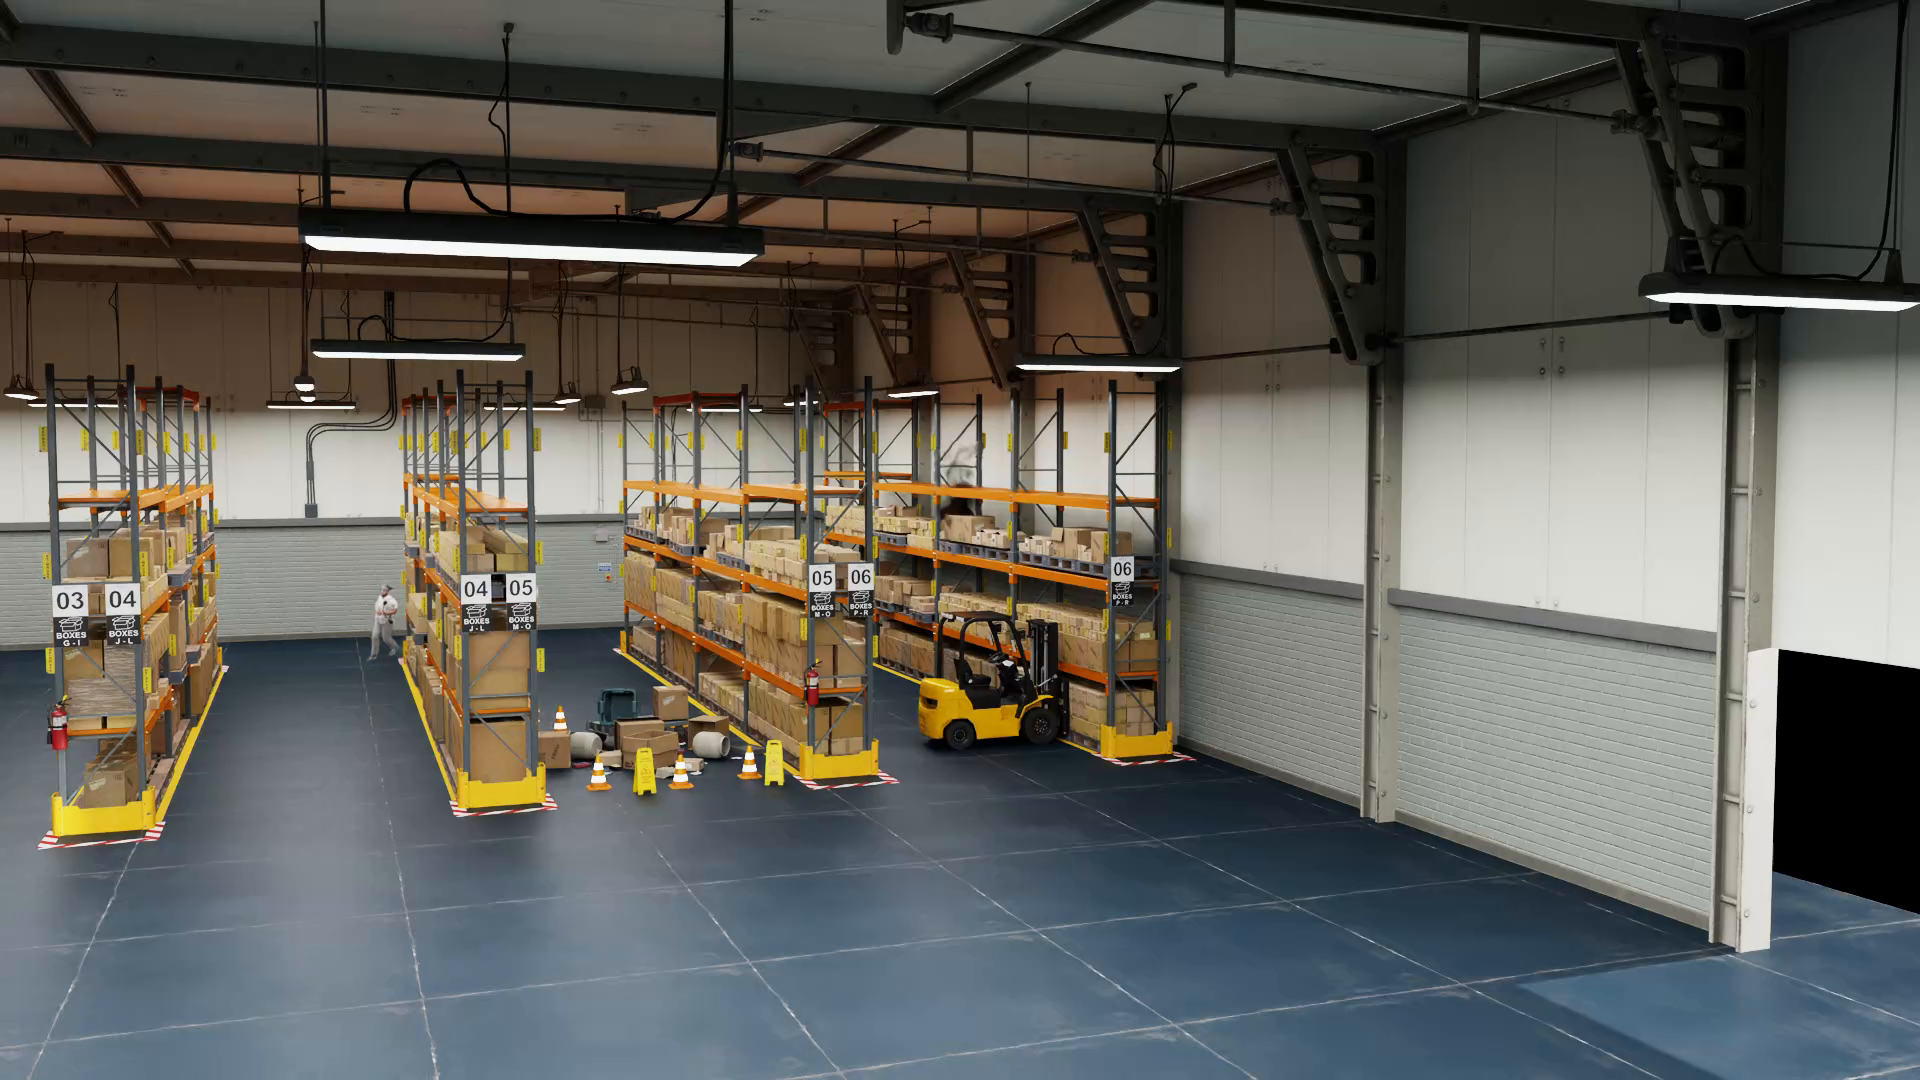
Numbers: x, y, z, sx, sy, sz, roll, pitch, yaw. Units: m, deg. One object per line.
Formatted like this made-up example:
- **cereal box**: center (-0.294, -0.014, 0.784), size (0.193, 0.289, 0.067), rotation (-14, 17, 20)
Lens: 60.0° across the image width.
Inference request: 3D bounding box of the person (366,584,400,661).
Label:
- **person**: center (-13.248, 1.902, 38.448), size (0.690, 1.800, 0.901), rotation (2, 4, 28)
